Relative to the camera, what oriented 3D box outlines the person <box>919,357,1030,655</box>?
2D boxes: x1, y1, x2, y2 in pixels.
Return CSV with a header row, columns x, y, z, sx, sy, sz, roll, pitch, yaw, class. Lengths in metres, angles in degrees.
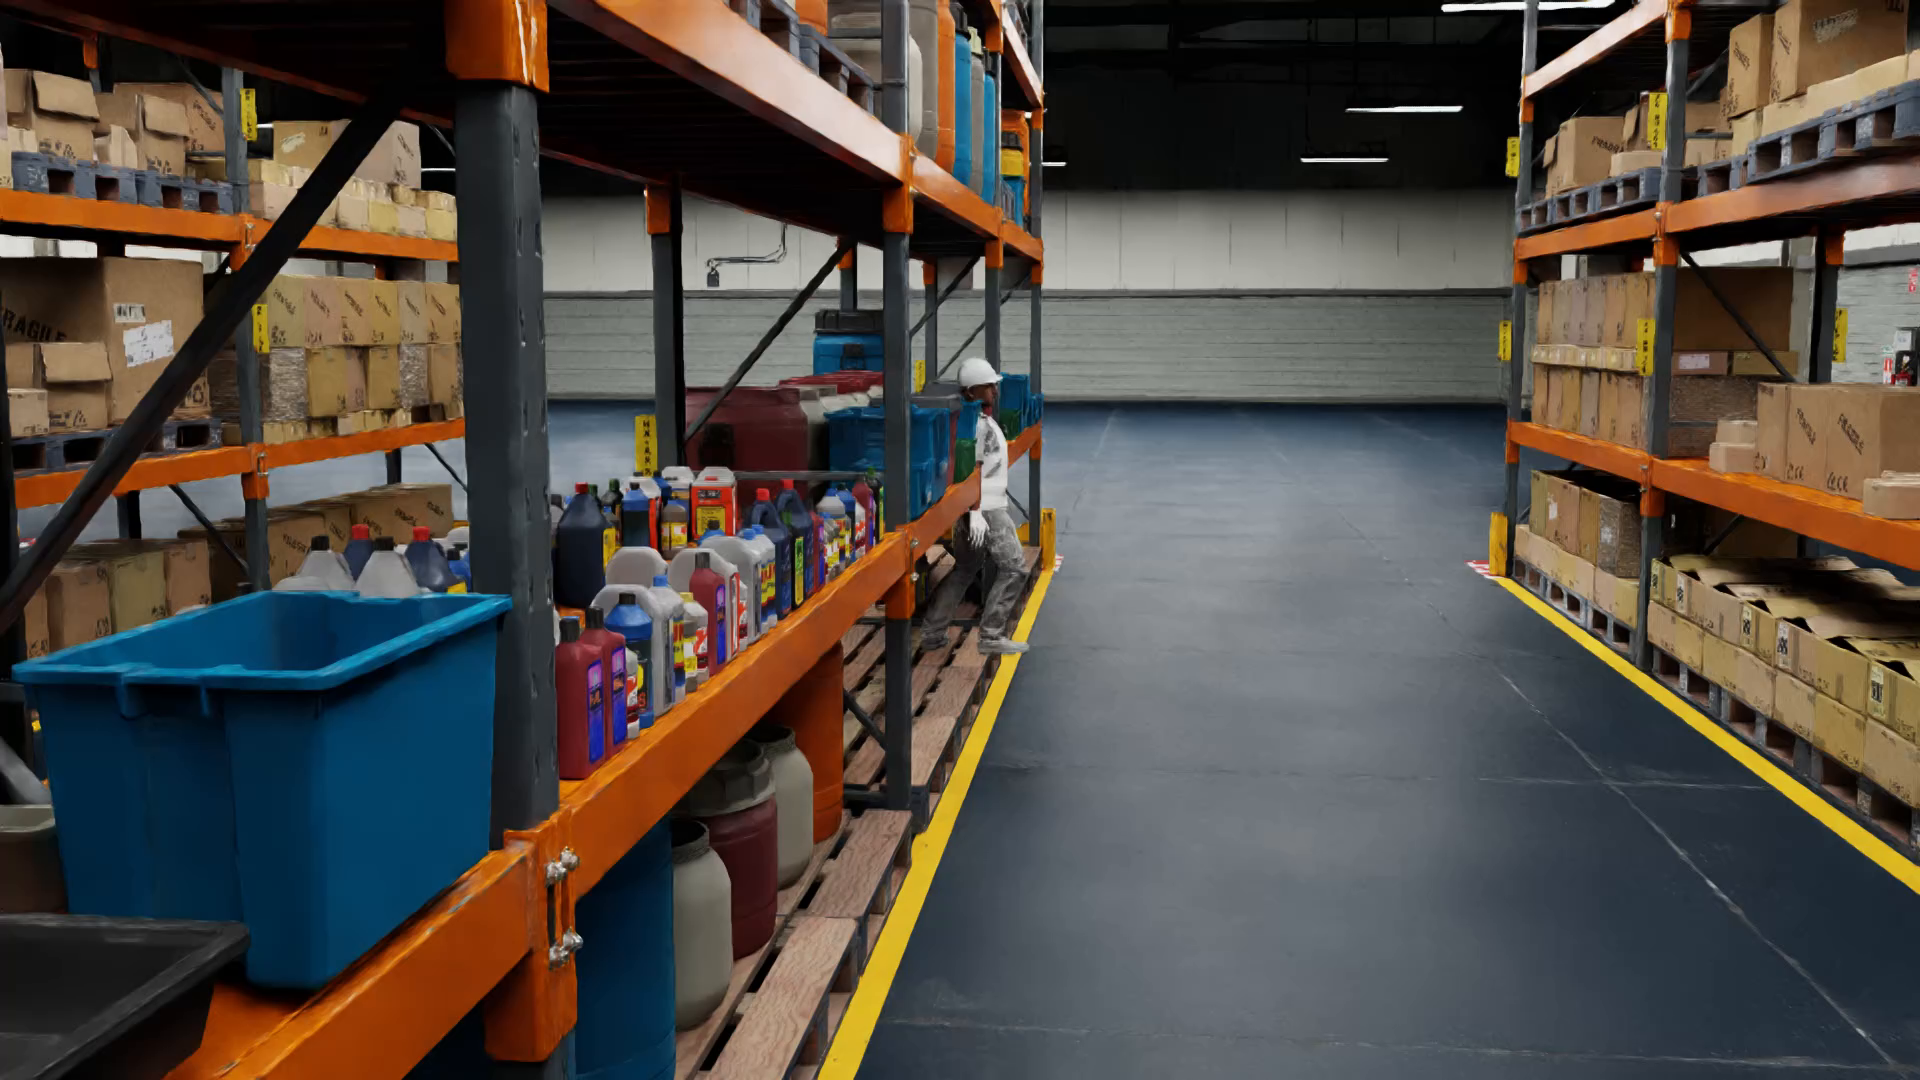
x,y,z,sx,sy,sz,roll,pitch,yaw,class
0.085,-0.193,9.621,0.603,1.719,0.702,-1,7,-10,person
